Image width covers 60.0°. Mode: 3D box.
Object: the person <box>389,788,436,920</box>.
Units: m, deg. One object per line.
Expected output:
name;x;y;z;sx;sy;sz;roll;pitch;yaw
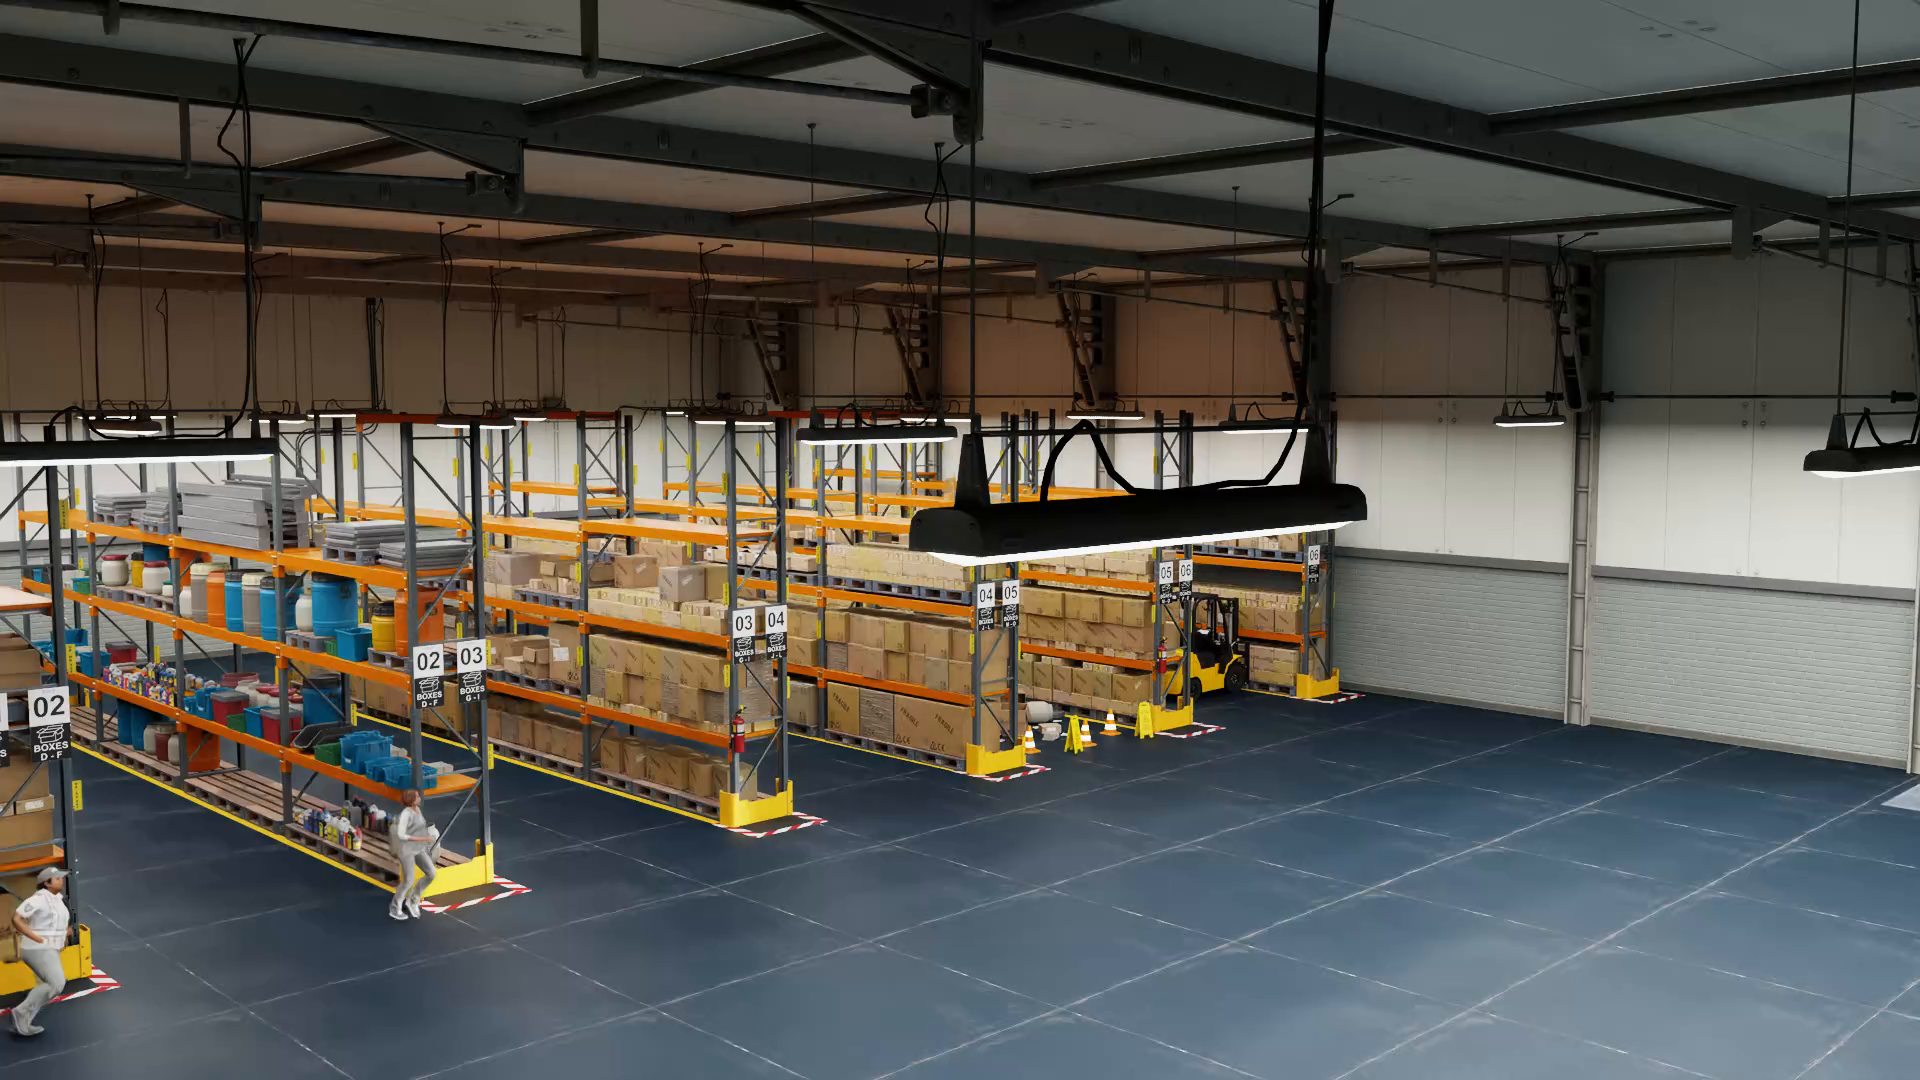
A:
person;-6.605;3.798;20.126;0.585;1.571;0.541;1;5;10

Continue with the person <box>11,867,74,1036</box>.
person;-9.151;4.087;16.620;0.538;1.588;0.684;-1;5;-8
